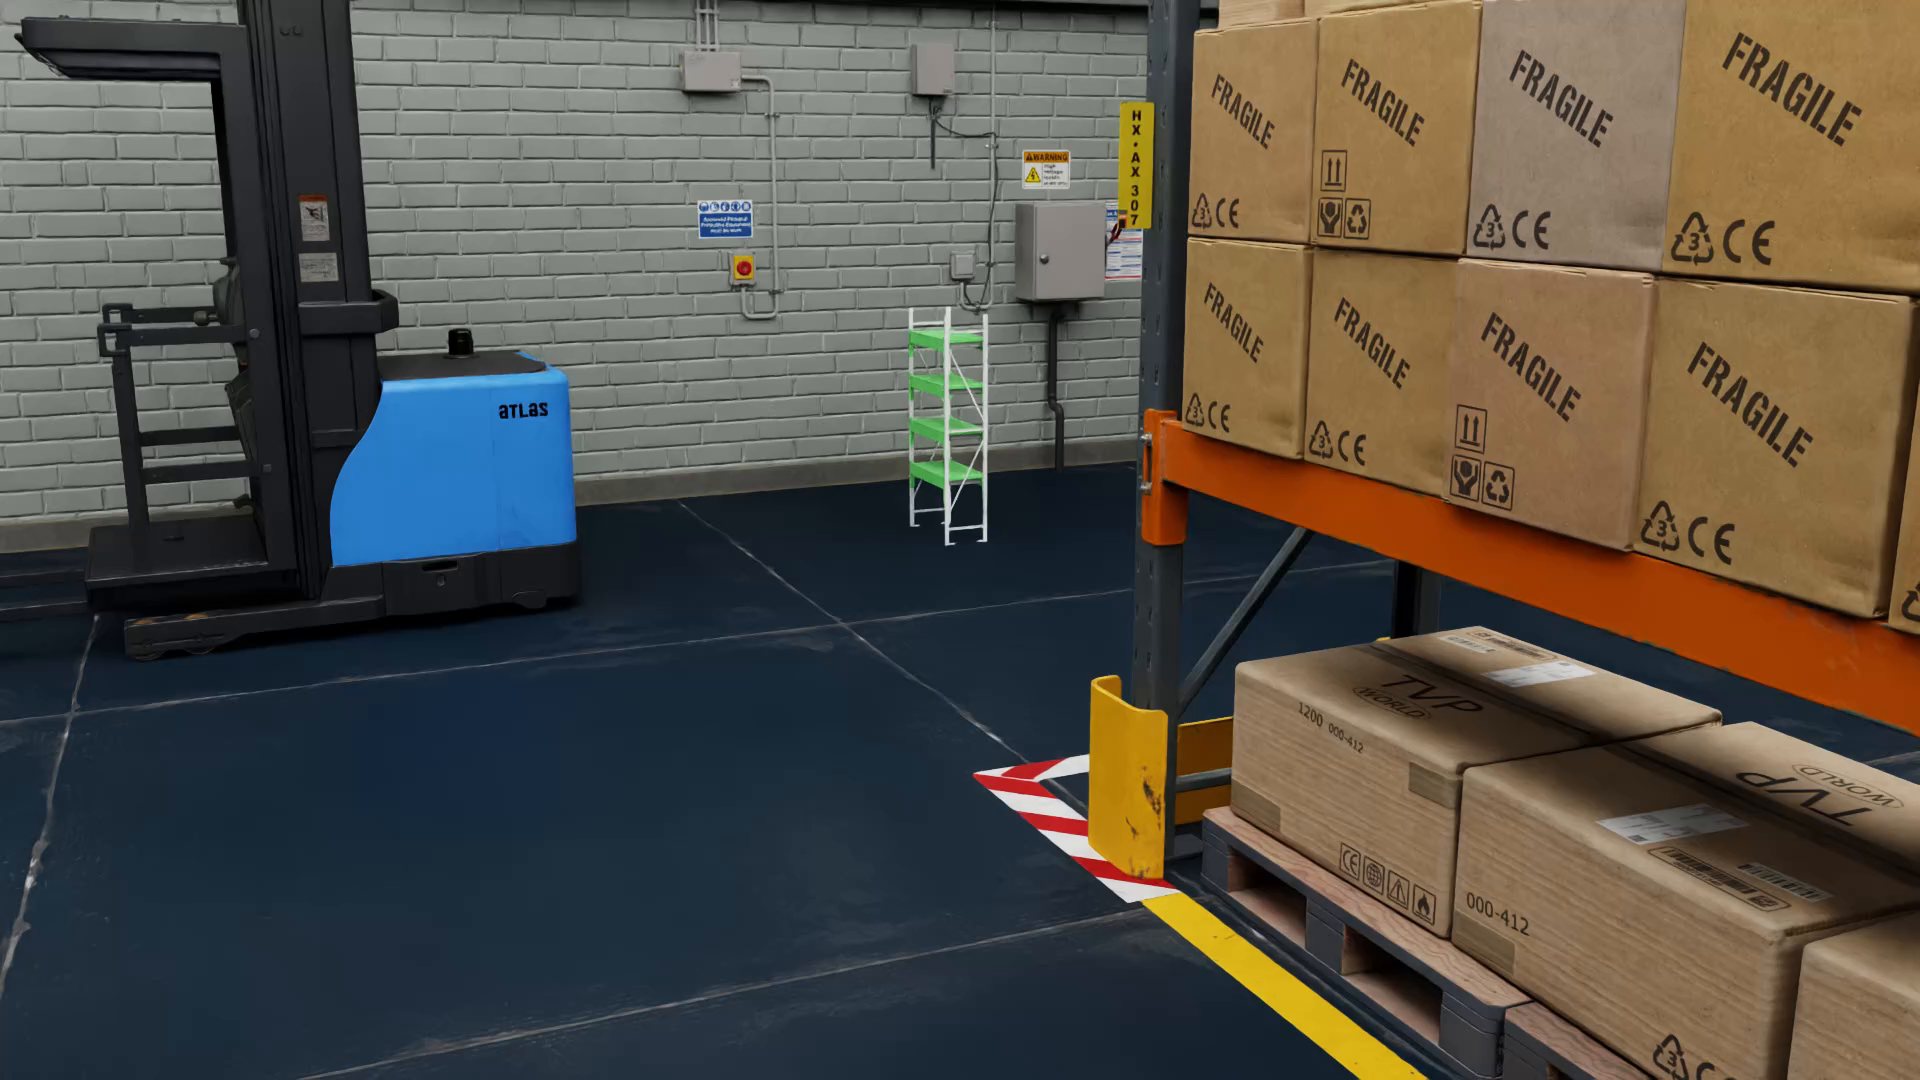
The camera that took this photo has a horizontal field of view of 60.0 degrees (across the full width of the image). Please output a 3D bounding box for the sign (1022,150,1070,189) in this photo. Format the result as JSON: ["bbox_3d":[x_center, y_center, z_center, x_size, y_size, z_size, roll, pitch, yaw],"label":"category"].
[{"bbox_3d":[0.545,-2.340,10.495,0.339,0.242,0.001,-6,14,-23],"label":"sign"}]

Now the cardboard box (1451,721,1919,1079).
[{"bbox_3d":[1.706,0.782,3.589,0.875,0.438,0.875,-5,14,-21],"label":"cardboard box"}]

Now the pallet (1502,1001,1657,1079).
[{"bbox_3d":[1.852,1.191,3.255,1.003,0.211,1.213,-6,14,-23],"label":"pallet"}]

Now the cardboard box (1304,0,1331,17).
[{"bbox_3d":[1.034,-1.283,3.883,0.380,0.149,0.250,-5,14,-22],"label":"cardboard box"}]

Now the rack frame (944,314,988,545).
[{"bbox_3d":[0.031,-0.568,8.665,0.240,1.200,0.015,-6,14,-23],"label":"rack frame"}]

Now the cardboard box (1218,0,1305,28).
[{"bbox_3d":[0.864,-1.331,4.089,0.380,0.149,0.250,-5,14,-22],"label":"cardboard box"}]

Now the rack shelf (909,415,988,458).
[{"bbox_3d":[-0.066,-0.556,8.897,0.258,0.148,0.480,-6,14,-23],"label":"rack shelf"}]

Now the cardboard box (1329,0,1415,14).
[{"bbox_3d":[1.033,-1.219,3.606,0.380,0.149,0.250,-5,14,-21],"label":"cardboard box"}]

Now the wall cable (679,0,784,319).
[{"bbox_3d":[-1.305,-2.250,9.618,0.585,1.953,0.123,-6,14,-23],"label":"wall cable"}]

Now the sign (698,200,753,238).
[{"bbox_3d":[-1.373,-1.880,9.741,0.327,0.218,0.001,-6,14,-23],"label":"sign"}]

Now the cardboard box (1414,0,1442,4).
[{"bbox_3d":[1.155,-1.166,3.378,0.380,0.149,0.250,-6,14,-25],"label":"cardboard box"}]

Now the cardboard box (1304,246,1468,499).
[{"bbox_3d":[1.133,-0.399,3.719,0.500,0.500,0.500,-6,14,-24],"label":"cardboard box"}]

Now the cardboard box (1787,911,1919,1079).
[{"bbox_3d":[2.065,0.969,2.783,0.875,0.438,0.875,-6,14,-25],"label":"cardboard box"}]

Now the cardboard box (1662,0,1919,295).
[{"bbox_3d":[1.534,-0.673,2.688,0.500,0.500,0.500,-6,14,-23],"label":"cardboard box"}]

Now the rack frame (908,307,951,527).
[{"bbox_3d":[-0.164,-0.669,9.100,0.240,1.200,0.015,-6,14,-23],"label":"rack frame"}]

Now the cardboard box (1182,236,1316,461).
[{"bbox_3d":[0.905,-0.501,4.159,0.500,0.500,0.500,-6,14,-23],"label":"cardboard box"}]

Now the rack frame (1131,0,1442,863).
[{"bbox_3d":[0.975,-0.577,4.711,1.000,3.000,0.127,-6,14,-23],"label":"rack frame"}]

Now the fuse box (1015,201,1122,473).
[{"bbox_3d":[0.678,-1.272,10.570,0.539,1.711,0.414,-6,14,-23],"label":"fuse box"}]

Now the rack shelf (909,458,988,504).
[{"bbox_3d":[-0.066,-0.323,8.951,0.258,0.148,0.480,-6,14,-23],"label":"rack shelf"}]

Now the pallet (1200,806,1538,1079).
[{"bbox_3d":[1.367,0.940,4.342,1.003,0.211,1.213,-6,14,-23],"label":"pallet"}]

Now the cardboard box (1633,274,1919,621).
[{"bbox_3d":[1.536,-0.190,2.817,0.500,0.500,0.500,-5,14,-21],"label":"cardboard box"}]

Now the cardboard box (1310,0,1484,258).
[{"bbox_3d":[1.120,-0.882,3.589,0.500,0.500,0.500,-6,14,-24],"label":"cardboard box"}]

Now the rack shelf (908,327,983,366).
[{"bbox_3d":[-0.066,-1.024,8.788,0.258,0.148,0.480,-6,14,-23],"label":"rack shelf"}]

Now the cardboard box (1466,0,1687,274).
[{"bbox_3d":[1.333,-0.776,3.133,0.500,0.500,0.500,-6,14,-23],"label":"cardboard box"}]

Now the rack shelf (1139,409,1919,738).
[{"bbox_3d":[1.777,0.187,3.007,1.077,0.370,4.000,-6,14,-23],"label":"rack shelf"}]

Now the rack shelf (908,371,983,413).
[{"bbox_3d":[-0.066,-0.790,8.843,0.258,0.148,0.480,-6,14,-23],"label":"rack shelf"}]

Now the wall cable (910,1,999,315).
[{"bbox_3d":[-0.010,-2.365,10.185,0.588,1.984,0.122,-6,14,-23],"label":"wall cable"}]

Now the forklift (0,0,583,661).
[{"bbox_3d":[-3.273,-1.074,7.008,3.031,2.935,1.130,-6,14,-25],"label":"forklift"}]

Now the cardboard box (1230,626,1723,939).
[{"bbox_3d":[1.331,0.594,4.403,0.875,0.438,0.875,-6,14,-25],"label":"cardboard box"}]

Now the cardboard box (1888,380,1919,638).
[{"bbox_3d":[1.732,-0.081,2.344,0.500,0.500,0.500,-6,14,-24],"label":"cardboard box"}]

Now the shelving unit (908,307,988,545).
[{"bbox_3d":[-0.066,-0.619,8.882,0.258,1.200,0.503,-6,14,-23],"label":"shelving unit"}]

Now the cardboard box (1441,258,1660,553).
[{"bbox_3d":[1.320,-0.292,3.258,0.500,0.500,0.500,-6,14,-23],"label":"cardboard box"}]

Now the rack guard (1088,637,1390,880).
[{"bbox_3d":[0.966,0.636,5.015,1.175,0.500,0.348,-6,14,-23],"label":"rack guard"}]

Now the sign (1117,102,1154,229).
[{"bbox_3d":[0.465,-0.989,4.393,0.100,0.325,0.005,-6,14,-23],"label":"sign"}]

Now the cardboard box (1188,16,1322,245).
[{"bbox_3d":[0.907,-0.988,4.048,0.500,0.500,0.500,-6,14,-24],"label":"cardboard box"}]

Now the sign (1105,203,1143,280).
[{"bbox_3d":[1.048,-1.941,10.814,0.329,0.494,0.001,-6,14,-23],"label":"sign"}]
